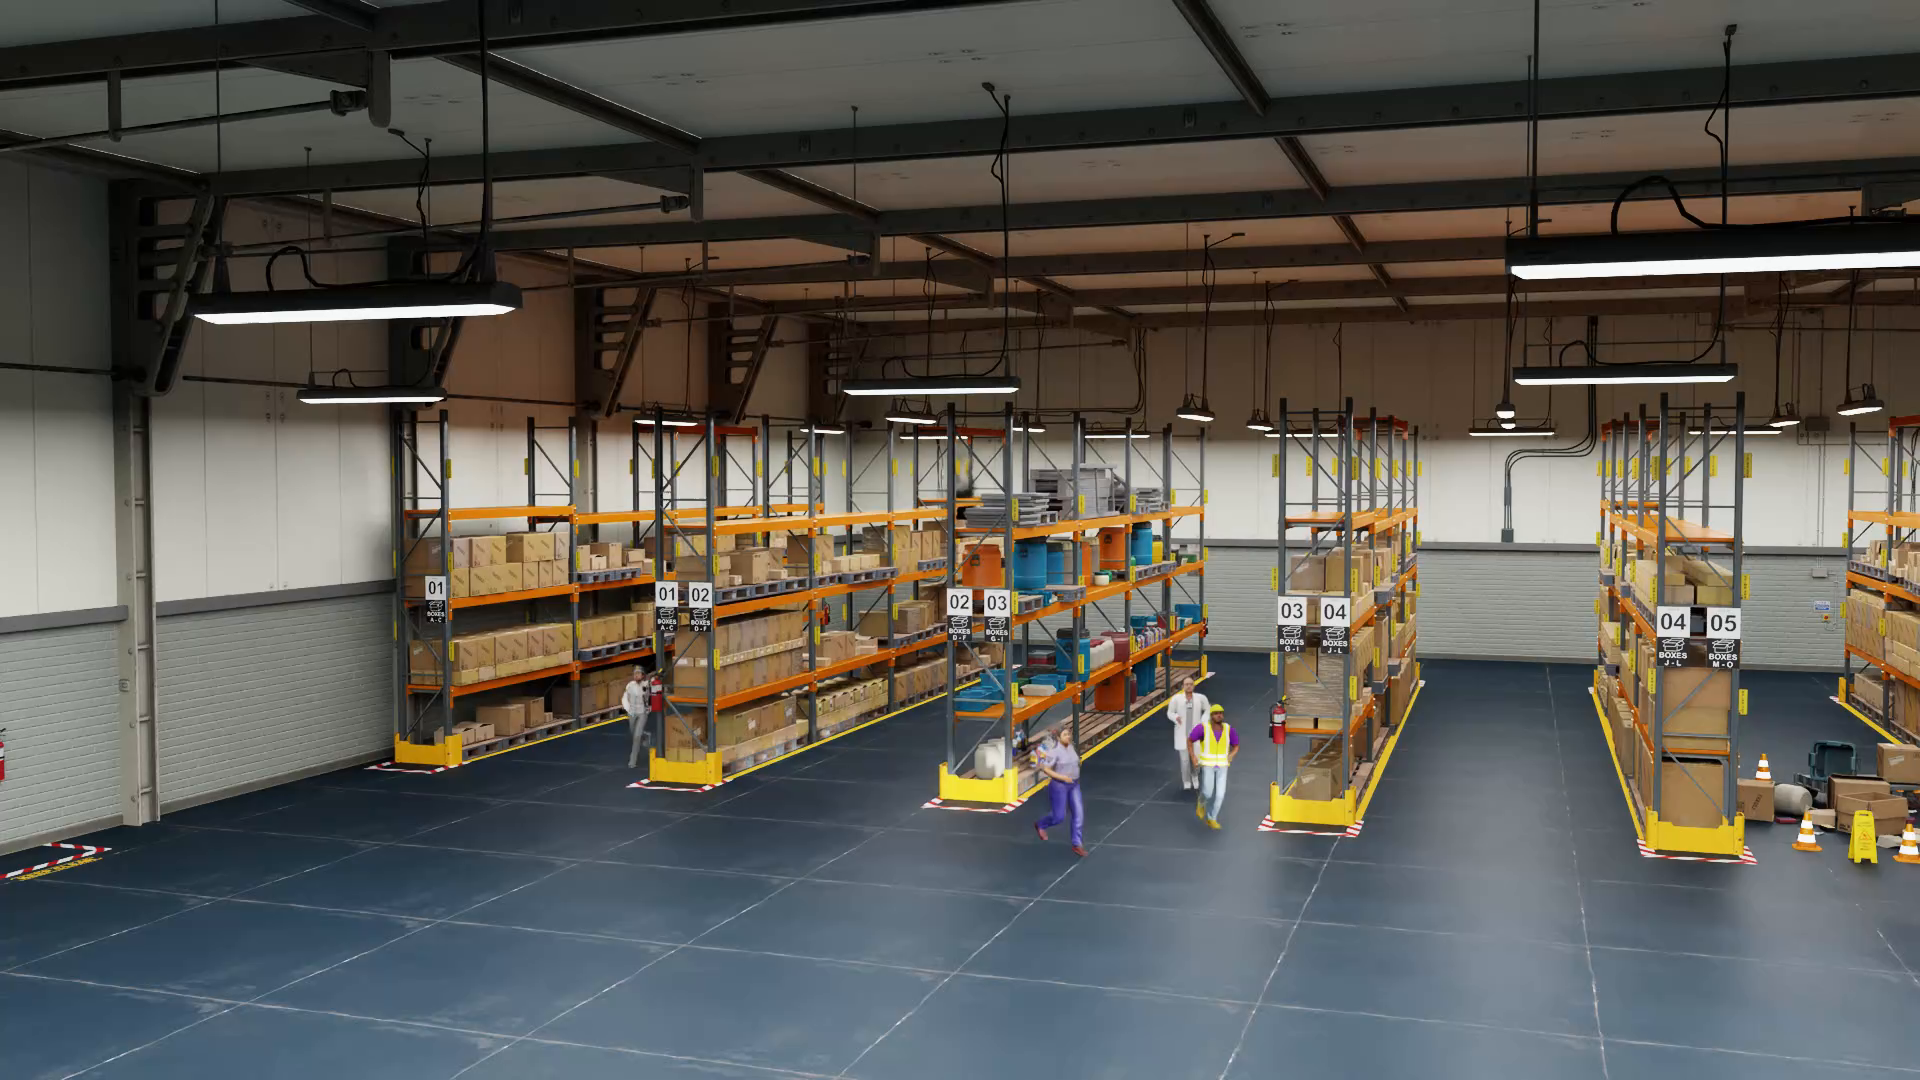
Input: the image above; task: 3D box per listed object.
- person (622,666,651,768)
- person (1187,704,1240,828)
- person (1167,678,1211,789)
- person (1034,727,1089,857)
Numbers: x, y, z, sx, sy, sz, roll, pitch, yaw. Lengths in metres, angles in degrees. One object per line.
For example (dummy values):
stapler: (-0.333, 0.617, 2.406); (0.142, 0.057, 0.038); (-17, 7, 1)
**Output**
person: (-5.468, 2.973, 28.306); (0.592, 1.694, 0.981); (1, 3, 15)
person: (3.551, 3.144, 23.197); (0.732, 1.720, 0.568); (0, 2, -3)
person: (3.563, 3.016, 25.795); (0.697, 1.741, 0.639); (0, 2, 5)
person: (1.345, 3.263, 21.750); (0.619, 1.651, 0.899); (-2, 3, -39)
